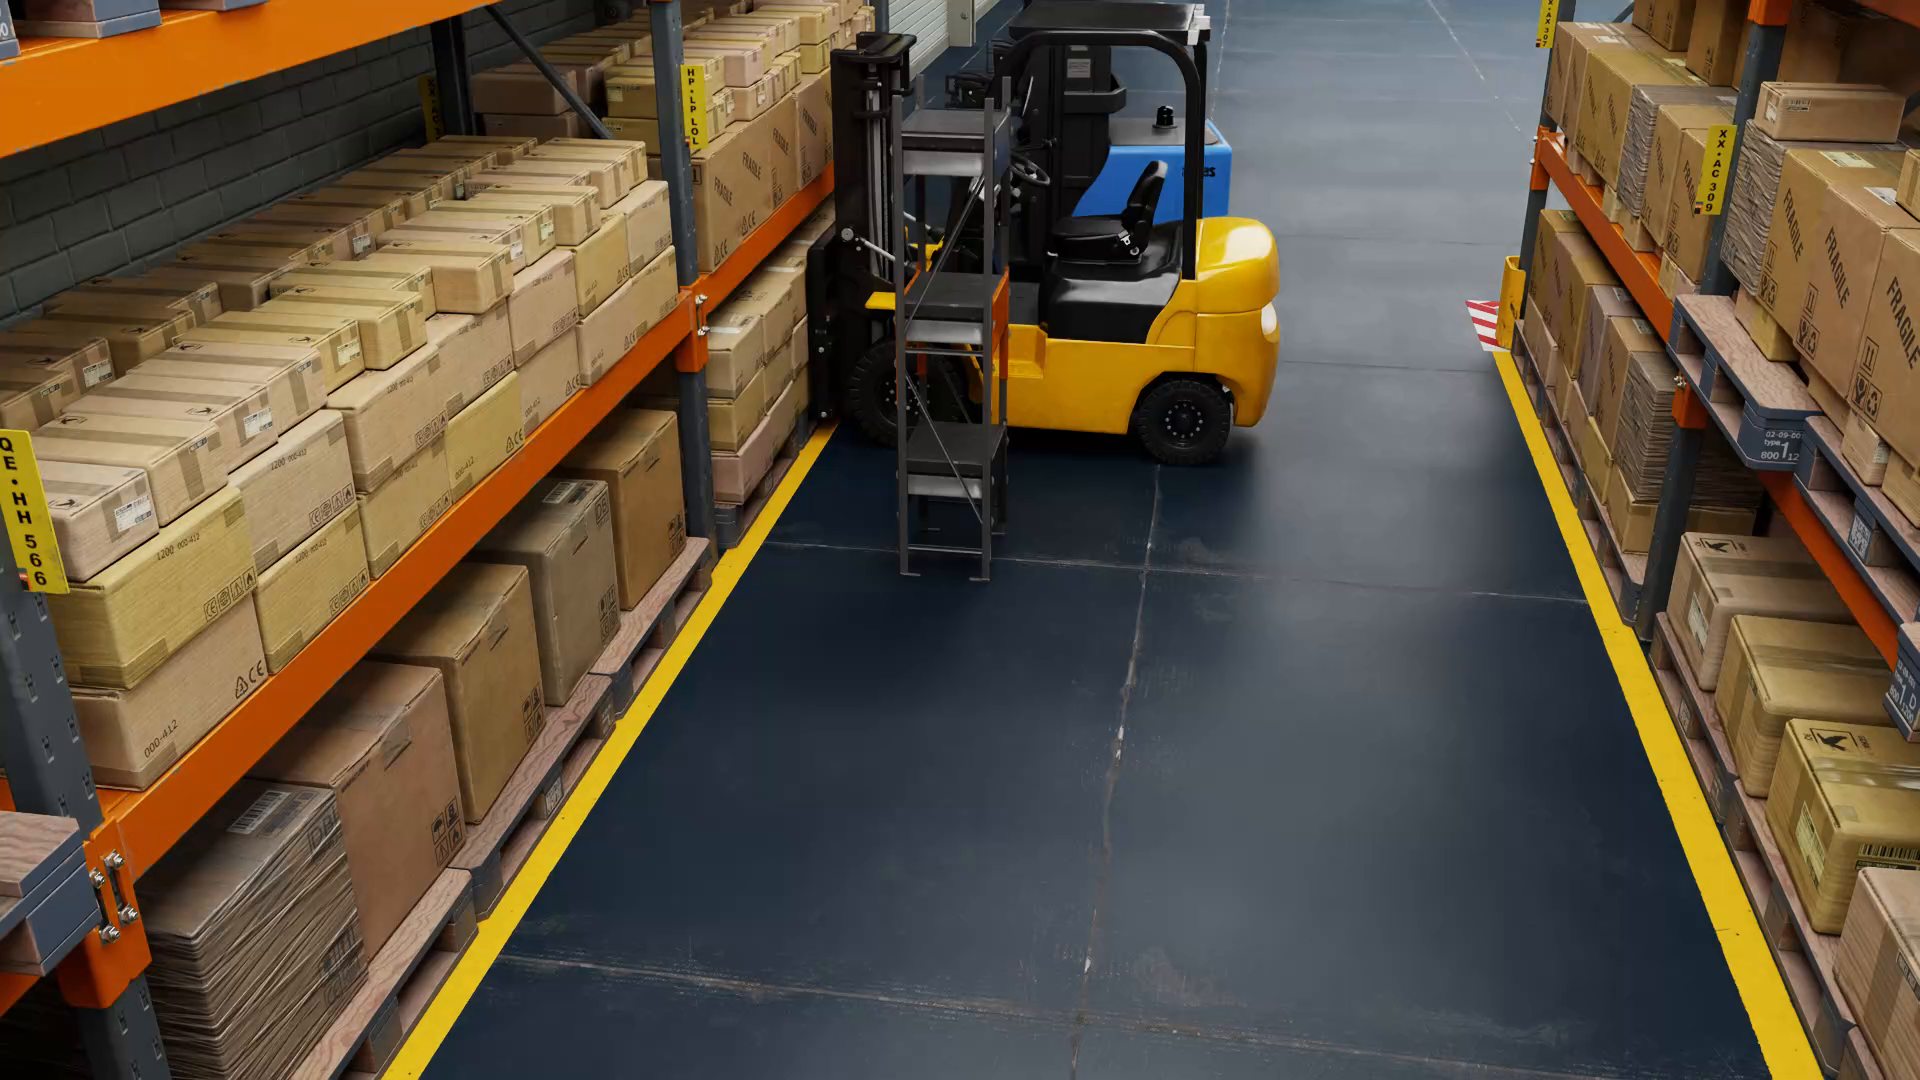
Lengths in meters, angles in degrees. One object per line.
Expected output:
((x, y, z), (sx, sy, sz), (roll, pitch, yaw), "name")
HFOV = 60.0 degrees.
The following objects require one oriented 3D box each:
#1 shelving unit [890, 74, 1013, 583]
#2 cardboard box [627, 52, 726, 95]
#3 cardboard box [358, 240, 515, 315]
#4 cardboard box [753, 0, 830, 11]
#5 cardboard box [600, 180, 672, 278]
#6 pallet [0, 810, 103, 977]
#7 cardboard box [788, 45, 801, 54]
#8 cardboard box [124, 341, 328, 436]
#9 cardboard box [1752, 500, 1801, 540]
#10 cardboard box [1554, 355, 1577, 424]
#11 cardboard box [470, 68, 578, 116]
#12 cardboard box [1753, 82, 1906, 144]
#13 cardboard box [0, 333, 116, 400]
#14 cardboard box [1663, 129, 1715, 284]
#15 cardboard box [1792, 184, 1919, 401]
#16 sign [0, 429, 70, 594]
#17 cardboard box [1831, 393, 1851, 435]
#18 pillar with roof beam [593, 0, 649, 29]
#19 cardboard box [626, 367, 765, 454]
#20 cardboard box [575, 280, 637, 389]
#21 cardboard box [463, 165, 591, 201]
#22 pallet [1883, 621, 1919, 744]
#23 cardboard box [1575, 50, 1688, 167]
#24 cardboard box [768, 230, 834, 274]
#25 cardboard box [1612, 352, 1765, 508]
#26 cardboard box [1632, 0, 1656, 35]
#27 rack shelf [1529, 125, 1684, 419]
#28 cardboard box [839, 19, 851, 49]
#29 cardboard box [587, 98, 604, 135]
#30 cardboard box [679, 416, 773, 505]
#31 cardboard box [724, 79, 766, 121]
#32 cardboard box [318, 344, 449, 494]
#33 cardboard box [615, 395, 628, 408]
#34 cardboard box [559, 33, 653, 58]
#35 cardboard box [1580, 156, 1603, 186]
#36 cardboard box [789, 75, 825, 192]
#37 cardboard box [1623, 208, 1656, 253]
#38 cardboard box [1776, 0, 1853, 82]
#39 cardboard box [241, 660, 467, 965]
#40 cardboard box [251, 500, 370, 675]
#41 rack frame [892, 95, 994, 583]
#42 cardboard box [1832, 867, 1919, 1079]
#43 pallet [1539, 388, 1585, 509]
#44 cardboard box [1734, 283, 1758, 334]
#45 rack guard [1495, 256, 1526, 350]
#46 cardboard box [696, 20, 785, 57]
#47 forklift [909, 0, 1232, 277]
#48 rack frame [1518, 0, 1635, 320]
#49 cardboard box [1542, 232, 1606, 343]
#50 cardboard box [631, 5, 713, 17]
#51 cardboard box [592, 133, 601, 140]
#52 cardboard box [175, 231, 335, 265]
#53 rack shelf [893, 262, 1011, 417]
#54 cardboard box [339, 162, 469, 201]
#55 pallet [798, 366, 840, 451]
((-0.027, -0.882, 7.157), (0.431, 2.100, 0.503), (4, 25, 9), "shelving unit")
((-1.266, -2.077, 7.416), (0.380, 0.149, 0.250), (4, 25, 8), "cardboard box")
((-1.580, -0.796, 5.029), (0.380, 0.149, 0.250), (3, 25, 7), "cardboard box")
((-0.934, -2.935, 9.247), (0.380, 0.149, 0.250), (4, 25, 9), "cardboard box")
((-1.425, -1.203, 6.370), (0.500, 0.250, 0.500), (3, 25, 7), "cardboard box")
((-2.292, 0.780, 2.771), (1.213, 0.211, 1.003), (4, 25, 9), "pallet")
((-1.039, -2.479, 8.625), (0.380, 0.149, 0.250), (4, 25, 8), "cardboard box")
((-1.819, -0.378, 4.136), (0.380, 0.149, 0.250), (4, 25, 9), "cardboard box")
((3.663, -0.098, 7.170), (0.500, 0.250, 0.500), (3, 25, 6), "cardboard box")
((3.382, -0.783, 8.633), (0.500, 0.250, 0.500), (6, 26, 12), "cardboard box")
((-1.843, -1.896, 7.029), (0.380, 0.149, 0.250), (4, 25, 9), "cardboard box")
((2.875, -1.417, 5.510), (0.380, 0.149, 0.250), (4, 25, 8), "cardboard box")
((-2.391, -0.413, 4.211), (0.380, 0.149, 0.250), (4, 25, 7), "cardboard box")
((3.128, -1.309, 6.539), (0.500, 0.500, 0.500), (3, 25, 7), "cardboard box")
((2.766, -0.704, 4.752), (0.500, 0.500, 0.500), (4, 25, 8), "cardboard box")
((-1.714, -0.050, 3.046), (0.100, 0.325, 0.005), (4, 25, 9), "sign")
((2.753, -0.357, 4.775), (0.380, 0.149, 0.250), (4, 25, 9), "cardboard box")
((2.301, -5.131, 8.097), (9.100, 9.000, 0.400), (4, 25, 9), "pillar with roof beam")
((-1.213, -0.620, 7.695), (0.500, 0.250, 0.500), (4, 25, 8), "cardboard box")
((-1.498, -0.760, 6.013), (0.500, 0.250, 0.500), (4, 25, 8), "cardboard box")
((-1.550, -1.241, 5.979), (0.380, 0.149, 0.250), (4, 25, 8), "cardboard box")
((2.658, 0.529, 3.308), (1.213, 0.211, 1.003), (4, 25, 9), "pallet")
((3.440, -2.170, 8.378), (0.500, 0.500, 0.500), (4, 25, 7), "cardboard box")
((-0.951, -1.487, 8.958), (0.500, 0.250, 0.500), (4, 25, 7), "cardboard box")
((3.133, -0.476, 7.092), (0.500, 0.500, 0.500), (4, 25, 8), "cardboard box")
((4.086, -3.003, 8.978), (0.700, 0.500, 0.500), (3, 25, 7), "cardboard box")
((3.628, -1.436, 8.128), (1.077, 0.370, 4.000), (4, 25, 9), "rack shelf")
((-0.839, -2.902, 9.529), (0.380, 0.149, 0.250), (4, 25, 10), "cardboard box")
((-1.791, -1.866, 7.316), (0.380, 0.149, 0.250), (3, 25, 7), "cardboard box")
((-1.191, -0.392, 7.797), (0.500, 0.250, 0.500), (4, 25, 9), "cardboard box")
((-1.116, -2.039, 7.686), (0.380, 0.149, 0.250), (5, 25, 10), "cardboard box")
((-1.751, -0.349, 4.545), (0.500, 0.250, 0.500), (3, 25, 7), "cardboard box")
((-1.719, -0.657, 7.774), (0.500, 0.250, 0.500), (3, 25, 7), "cardboard box")
((-1.690, -2.326, 7.947), (0.380, 0.149, 0.250), (4, 25, 8), "cardboard box")
((3.448, -1.932, 8.635), (0.380, 0.149, 0.250), (5, 25, 10), "cardboard box")
((-1.013, -2.120, 8.624), (0.500, 0.500, 0.500), (4, 25, 9), "cardboard box")
((3.215, -1.392, 7.483), (0.380, 0.149, 0.250), (4, 25, 8), "cardboard box")
((3.692, -1.939, 6.707), (0.700, 0.500, 0.500), (4, 25, 9), "cardboard box")
((-2.036, 0.757, 4.901), (0.875, 0.625, 0.625), (5, 26, 10), "cardboard box")
((-1.850, 0.094, 4.187), (0.500, 0.250, 0.500), (3, 25, 7), "cardboard box")
((-0.067, -0.780, 6.939), (0.400, 2.100, 0.015), (4, 25, 9), "rack frame")
((2.862, 1.203, 4.247), (0.950, 0.372, 0.625), (4, 25, 8), "cardboard box")
((3.573, -0.458, 8.479), (1.003, 0.211, 1.213), (4, 25, 9), "pallet")
((2.899, -0.793, 5.706), (0.380, 0.149, 0.250), (4, 25, 9), "cardboard box")
((3.942, -1.435, 10.225), (1.175, 0.500, 0.348), (4, 25, 9), "rack guard")
((-1.097, -2.504, 8.328), (0.380, 0.149, 0.250), (4, 25, 9), "cardboard box")
((0.234, -3.049, 10.807), (3.031, 2.935, 1.130), (0, 25, -1), "forklift")
((3.954, -2.598, 9.763), (1.000, 3.000, 0.127), (4, 25, 9), "rack frame")
((3.465, -1.336, 8.929), (0.500, 0.500, 0.500), (3, 25, 7), "cardboard box")
((-1.528, -2.753, 8.859), (0.380, 0.149, 0.250), (3, 25, 7), "cardboard box")
((-1.790, -1.520, 7.341), (0.500, 0.500, 0.500), (4, 25, 8), "cardboard box")
((-2.161, -0.840, 5.124), (0.380, 0.149, 0.250), (4, 25, 9), "cardboard box")
((-0.027, -0.869, 7.163), (0.431, 0.518, 0.480), (4, 25, 9), "rack shelf")
((-2.003, -1.262, 6.024), (0.380, 0.149, 0.250), (4, 25, 8), "cardboard box")
((-1.229, -0.846, 9.309), (1.003, 0.211, 1.213), (4, 25, 9), "pallet")
